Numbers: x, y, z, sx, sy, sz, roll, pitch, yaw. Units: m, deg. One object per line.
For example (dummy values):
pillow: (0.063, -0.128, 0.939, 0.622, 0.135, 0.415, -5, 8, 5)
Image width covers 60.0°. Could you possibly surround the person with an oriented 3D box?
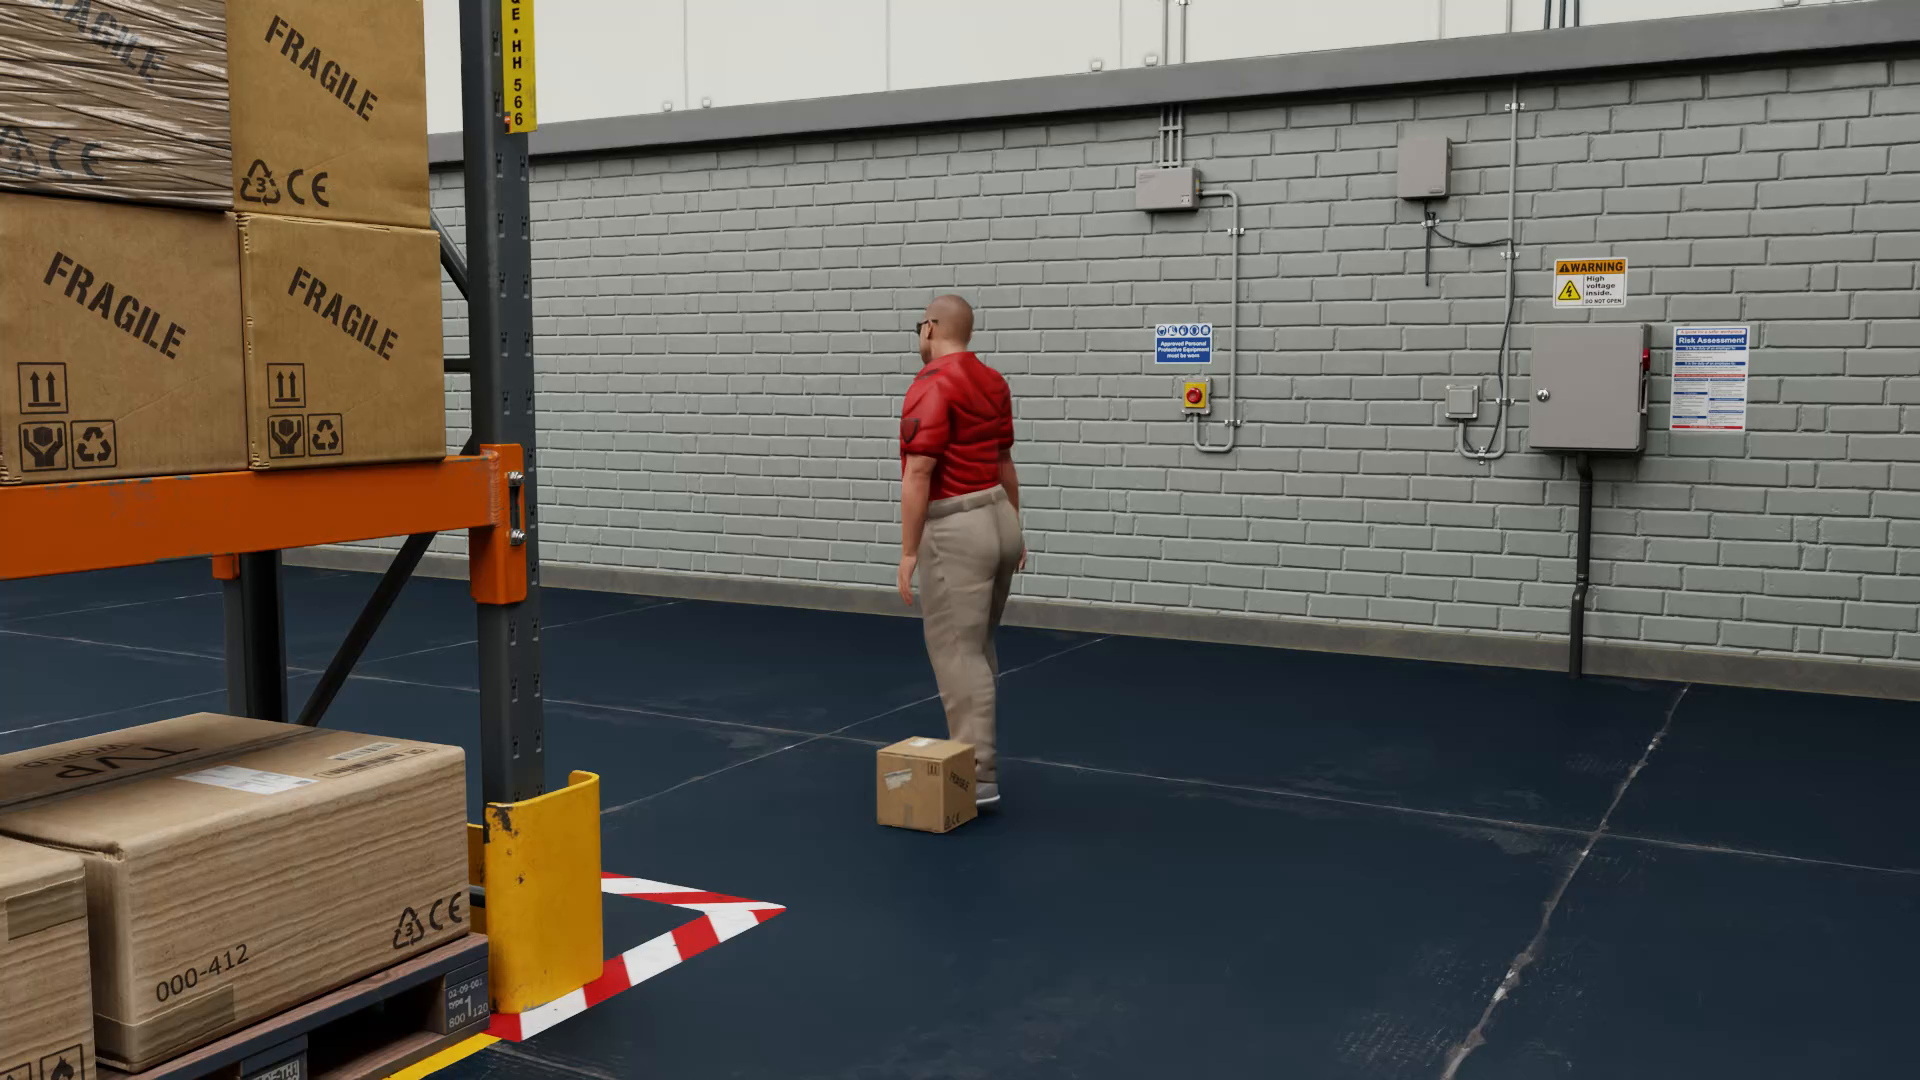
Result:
person: (-0.026, 0.020, 5.782, 0.533, 1.728, 0.716, 3, 7, 29)
